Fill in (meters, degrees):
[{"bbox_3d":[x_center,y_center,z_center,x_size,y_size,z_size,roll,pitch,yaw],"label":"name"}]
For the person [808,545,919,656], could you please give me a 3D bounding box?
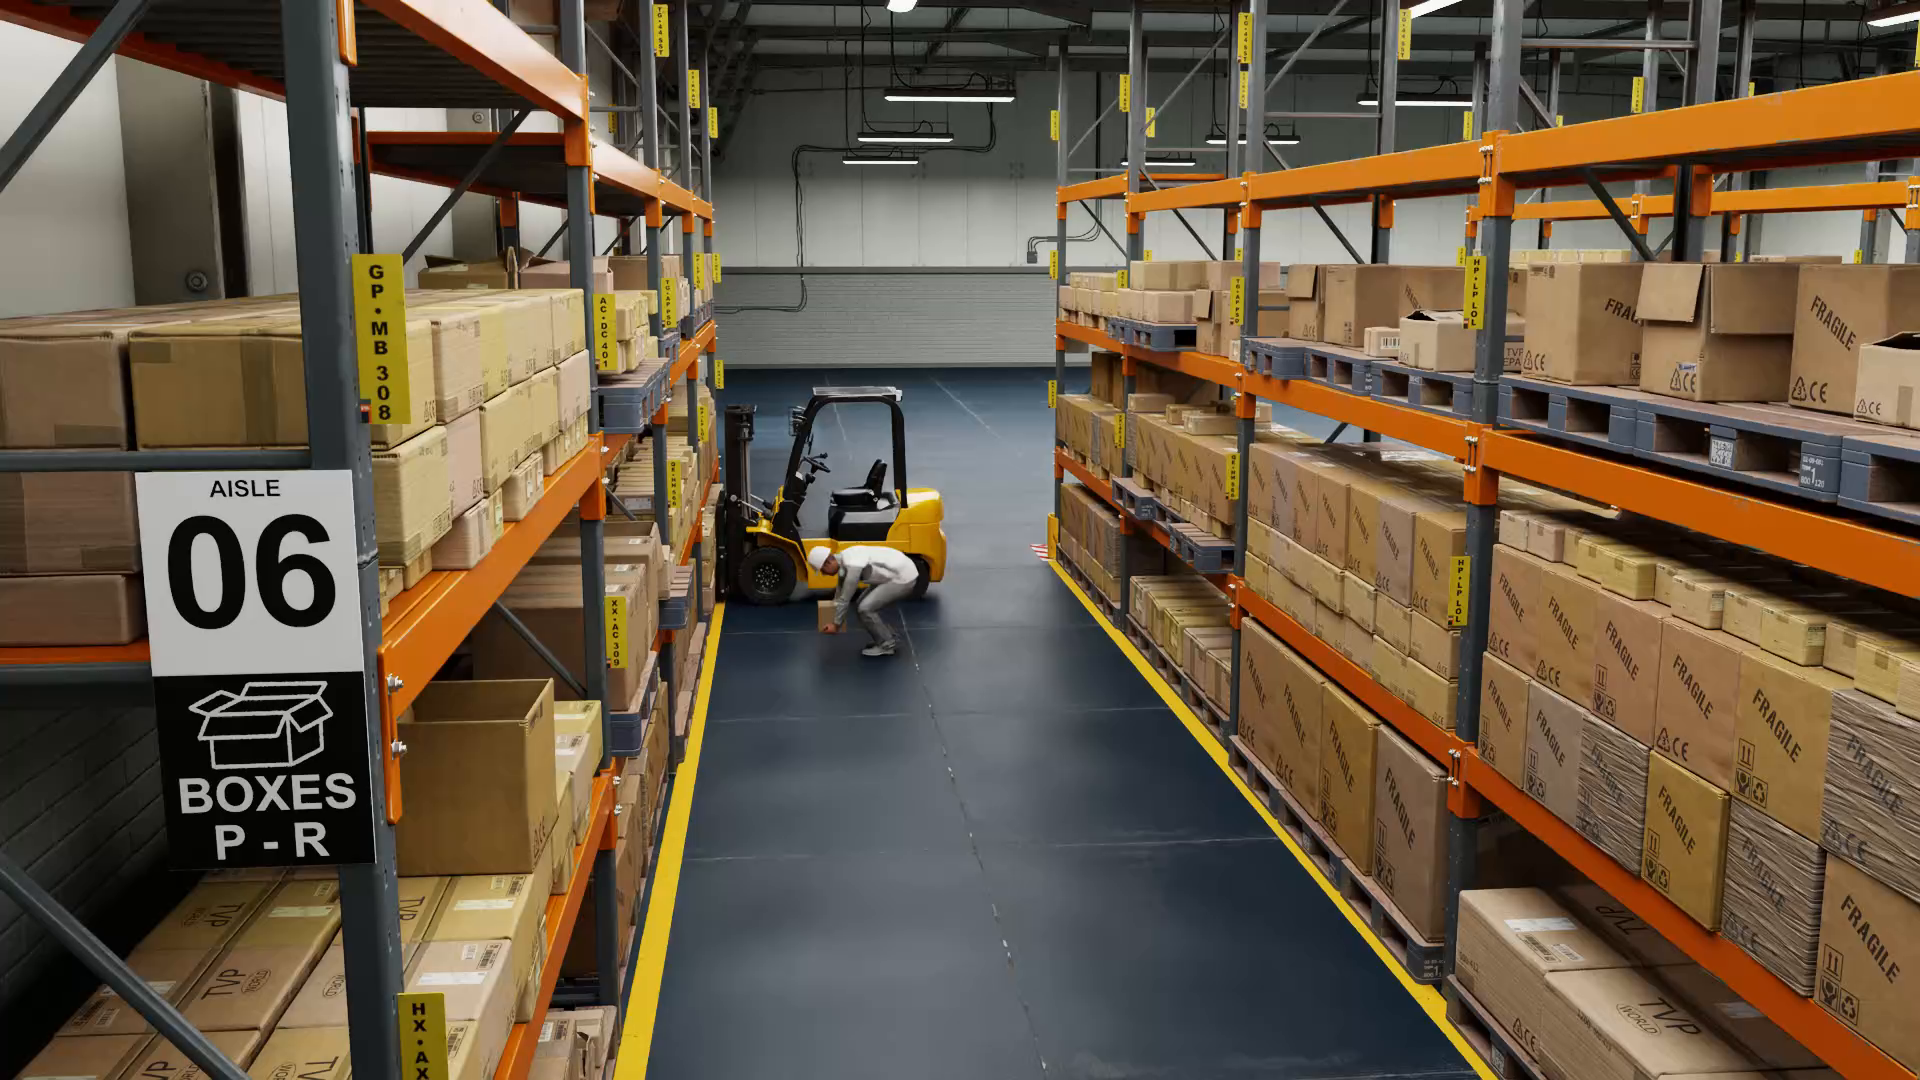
[{"bbox_3d":[-0.873,0.535,15.019,0.991,0.997,0.505,-2,10,-9],"label":"person"}]
